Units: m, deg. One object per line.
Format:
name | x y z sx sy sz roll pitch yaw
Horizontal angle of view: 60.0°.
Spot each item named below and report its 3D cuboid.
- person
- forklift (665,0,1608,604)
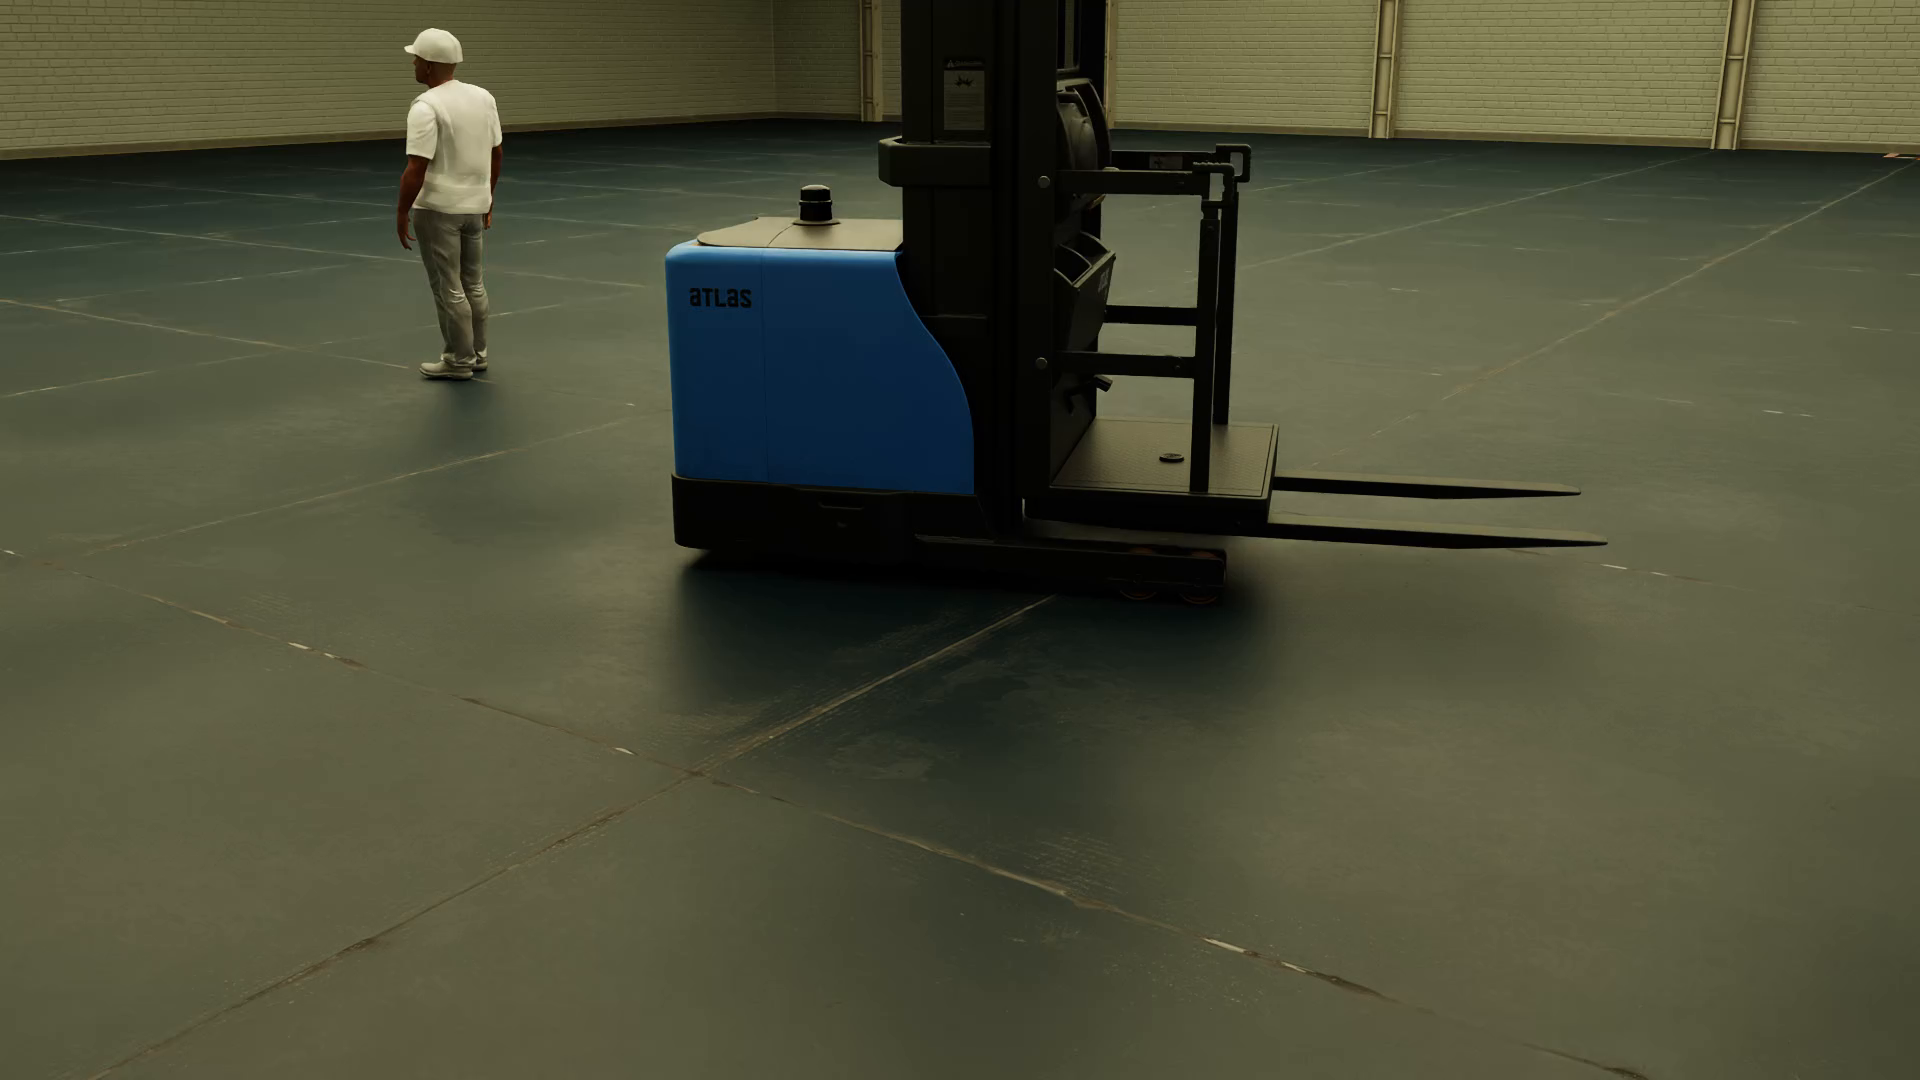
person | -2.686 -1.718 8.585 0.577 1.765 0.665 8 19 26
forklift | 0.595 -1.367 5.404 3.031 2.935 1.130 4 17 12
